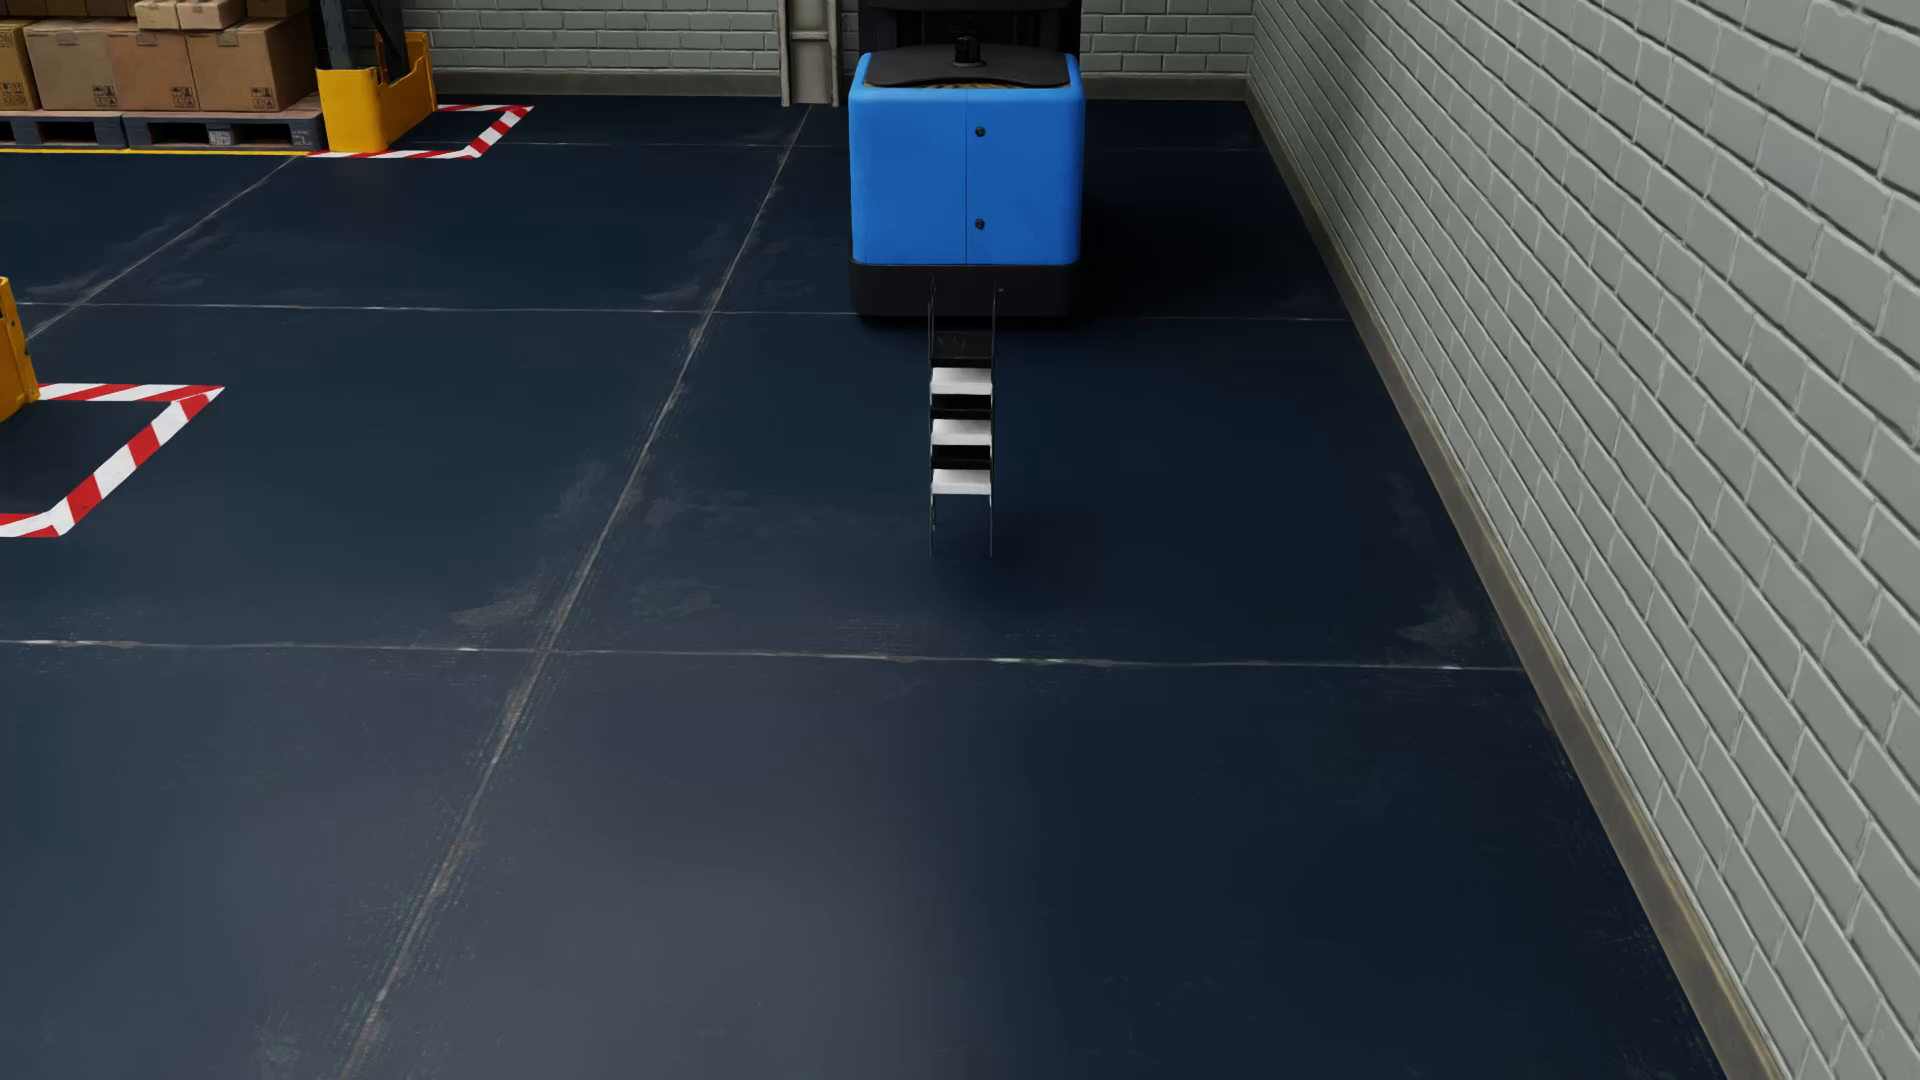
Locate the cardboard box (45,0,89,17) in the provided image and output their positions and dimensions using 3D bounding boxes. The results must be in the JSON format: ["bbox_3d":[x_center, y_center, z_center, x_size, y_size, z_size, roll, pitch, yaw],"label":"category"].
[{"bbox_3d":[-5.579,-3.432,10.549,0.250,0.149,0.380,1,28,2],"label":"cardboard box"}]

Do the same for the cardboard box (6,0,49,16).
[{"bbox_3d":[-5.832,-3.436,10.557,0.250,0.149,0.380,0,28,1],"label":"cardboard box"}]

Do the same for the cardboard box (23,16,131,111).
[{"bbox_3d":[-5.446,-3.050,10.521,0.500,0.500,0.700,0,28,0],"label":"cardboard box"}]

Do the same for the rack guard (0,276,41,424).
[{"bbox_3d":[-3.988,-0.566,6.283,0.348,0.500,1.175,1,28,2],"label":"rack guard"}]

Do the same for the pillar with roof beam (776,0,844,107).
[{"bbox_3d":[-1.164,-4.983,5.543,0.400,9.000,9.100,1,28,2],"label":"pillar with roof beam"}]

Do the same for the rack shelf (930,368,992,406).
[{"bbox_3d":[0.008,-0.527,5.470,0.200,0.077,0.258,1,28,2],"label":"rack shelf"}]

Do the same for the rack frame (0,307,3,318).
[{"bbox_3d":[-3.912,-1.669,5.695,0.127,3.000,1.000,1,28,2],"label":"rack frame"}]

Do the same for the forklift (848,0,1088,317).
[{"bbox_3d":[0.050,-2.949,8.183,1.130,2.935,3.031,0,28,1],"label":"forklift"}]

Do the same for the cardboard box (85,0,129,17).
[{"bbox_3d":[-5.322,-3.428,10.542,0.250,0.149,0.380,1,28,3],"label":"cardboard box"}]

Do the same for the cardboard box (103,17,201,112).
[{"bbox_3d":[-4.944,-3.042,10.506,0.500,0.500,0.700,1,28,2],"label":"cardboard box"}]

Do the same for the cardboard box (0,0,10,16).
[{"bbox_3d":[-6.090,-3.440,10.564,0.250,0.149,0.380,1,28,2],"label":"cardboard box"}]

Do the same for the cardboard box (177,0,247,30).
[{"bbox_3d":[-4.578,-3.237,10.181,0.250,0.149,0.380,1,28,1],"label":"cardboard box"}]

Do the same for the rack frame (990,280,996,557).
[{"bbox_3d":[0.110,-0.396,5.536,0.006,0.900,0.240,1,28,2],"label":"rack frame"}]

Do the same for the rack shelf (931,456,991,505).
[{"bbox_3d":[0.008,-0.209,5.639,0.200,0.077,0.258,1,28,2],"label":"rack shelf"}]

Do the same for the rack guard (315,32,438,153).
[{"bbox_3d":[-3.717,-2.883,10.654,0.348,0.500,1.175,1,28,2],"label":"rack guard"}]

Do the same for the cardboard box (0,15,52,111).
[{"bbox_3d":[-5.979,-3.055,10.531,0.500,0.500,0.700,2,28,3],"label":"cardboard box"}]

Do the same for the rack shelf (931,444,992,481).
[{"bbox_3d":[0.008,-0.288,5.597,0.200,0.077,0.258,1,28,2],"label":"rack shelf"}]

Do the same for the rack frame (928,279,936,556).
[{"bbox_3d":[-0.093,-0.399,5.542,0.006,0.900,0.240,1,28,2],"label":"rack frame"}]

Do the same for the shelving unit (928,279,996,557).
[{"bbox_3d":[0.008,-0.397,5.539,0.210,0.900,0.258,1,28,2],"label":"shelving unit"}]

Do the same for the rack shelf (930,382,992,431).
[{"bbox_3d":[0.008,-0.448,5.512,0.200,0.077,0.258,1,28,2],"label":"rack shelf"}]

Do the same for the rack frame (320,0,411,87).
[{"bbox_3d":[-3.741,-3.988,10.070,0.127,3.000,1.000,1,28,2],"label":"rack frame"}]

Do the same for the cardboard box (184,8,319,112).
[{"bbox_3d":[-4.444,-3.033,10.490,0.500,0.500,0.700,1,28,2],"label":"cardboard box"}]

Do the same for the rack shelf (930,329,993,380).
[{"bbox_3d":[0.008,-0.607,5.428,0.200,0.077,0.258,1,28,2],"label":"rack shelf"}]

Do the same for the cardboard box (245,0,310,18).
[{"bbox_3d":[-4.312,-3.412,10.511,0.250,0.149,0.380,1,28,2],"label":"cardboard box"}]

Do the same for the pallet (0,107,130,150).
[{"bbox_3d":[-5.758,-2.754,10.719,1.213,0.211,1.003,1,28,2],"label":"pallet"}]

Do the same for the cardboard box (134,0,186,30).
[{"bbox_3d":[-4.834,-3.241,10.189,0.250,0.149,0.380,2,28,3],"label":"cardboard box"}]

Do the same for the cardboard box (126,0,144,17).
[{"bbox_3d":[-5.068,-3.424,10.534,0.250,0.149,0.380,1,28,2],"label":"cardboard box"}]

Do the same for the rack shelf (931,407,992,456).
[{"bbox_3d":[0.008,-0.368,5.555,0.200,0.077,0.258,1,28,2],"label":"rack shelf"}]

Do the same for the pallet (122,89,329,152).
[{"bbox_3d":[-4.542,-2.732,10.679,1.213,0.211,1.003,1,28,2],"label":"pallet"}]
